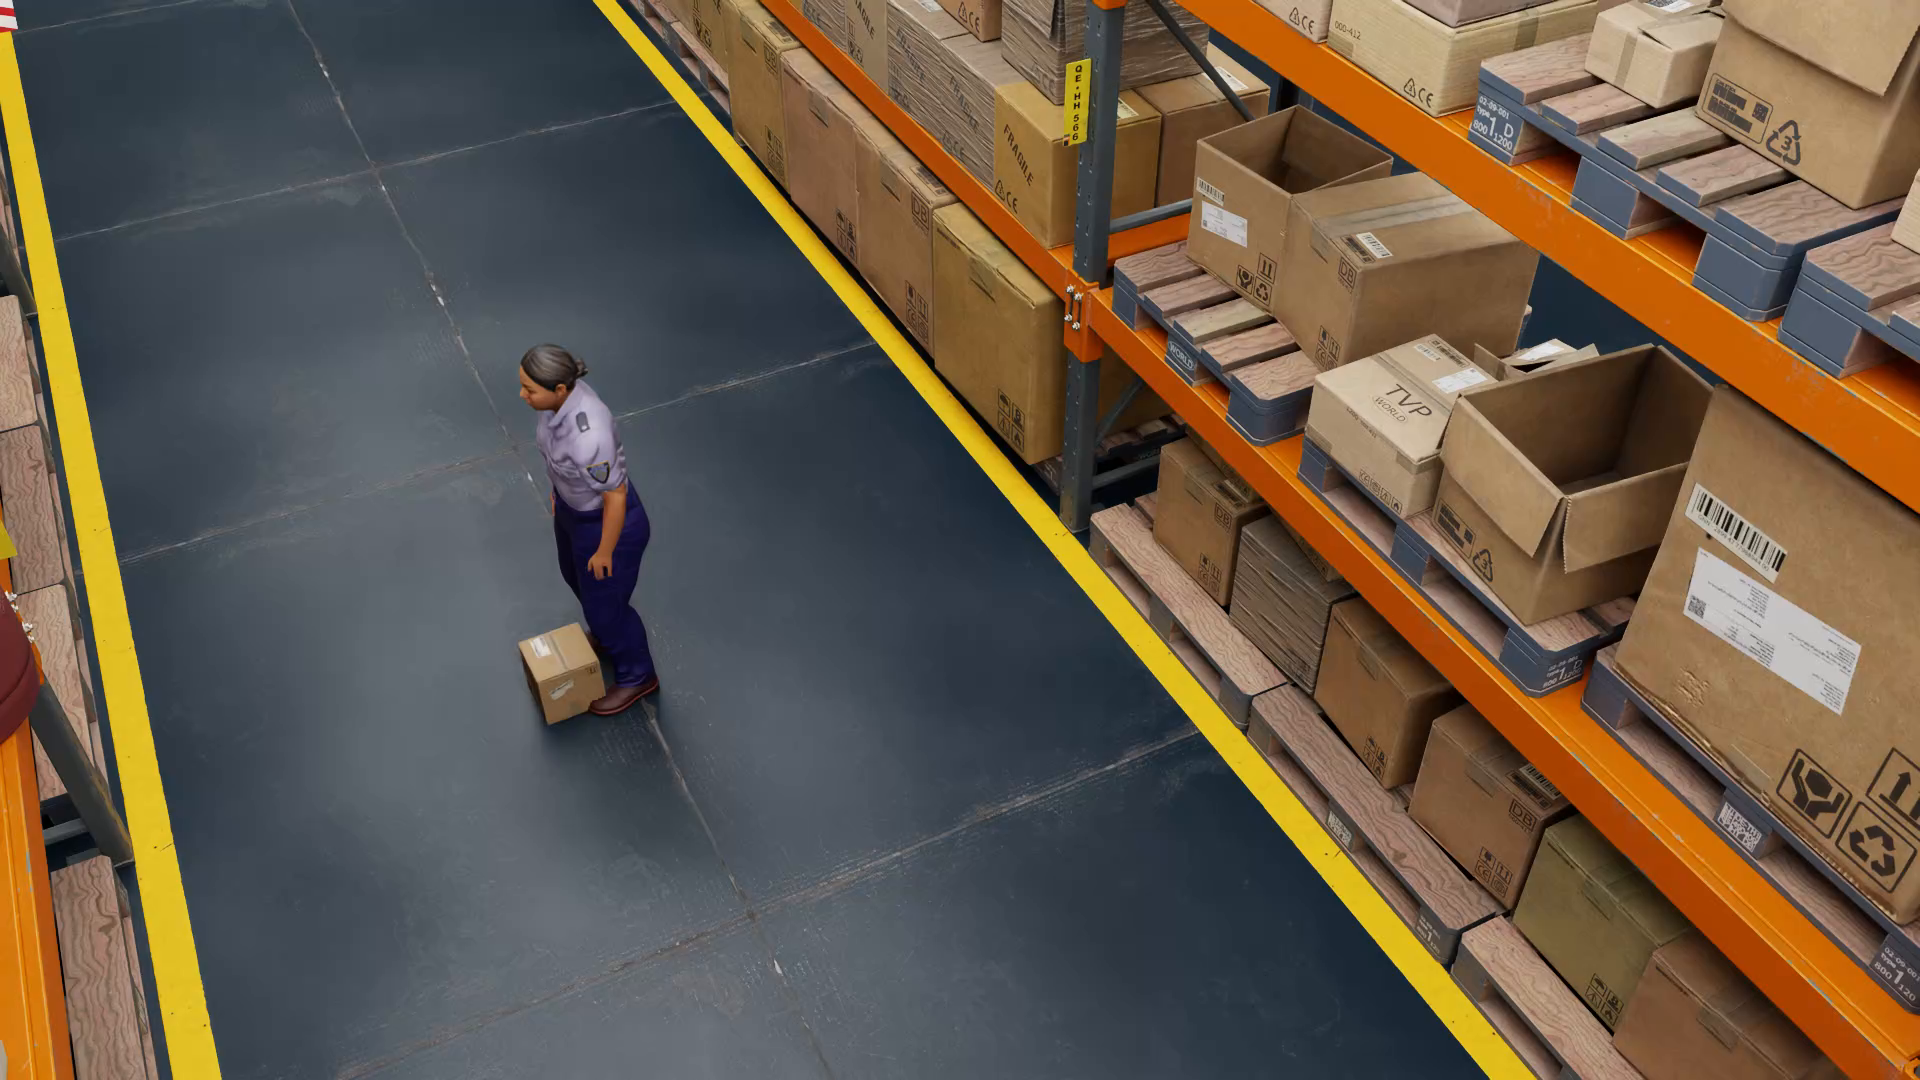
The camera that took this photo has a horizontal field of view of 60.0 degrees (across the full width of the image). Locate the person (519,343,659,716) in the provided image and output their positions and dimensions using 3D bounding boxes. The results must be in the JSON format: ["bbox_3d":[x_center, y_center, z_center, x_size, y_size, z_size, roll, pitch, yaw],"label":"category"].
[{"bbox_3d":[-1.386,-0.076,6.251,0.374,1.652,0.538,-20,45,-22],"label":"person"}]
